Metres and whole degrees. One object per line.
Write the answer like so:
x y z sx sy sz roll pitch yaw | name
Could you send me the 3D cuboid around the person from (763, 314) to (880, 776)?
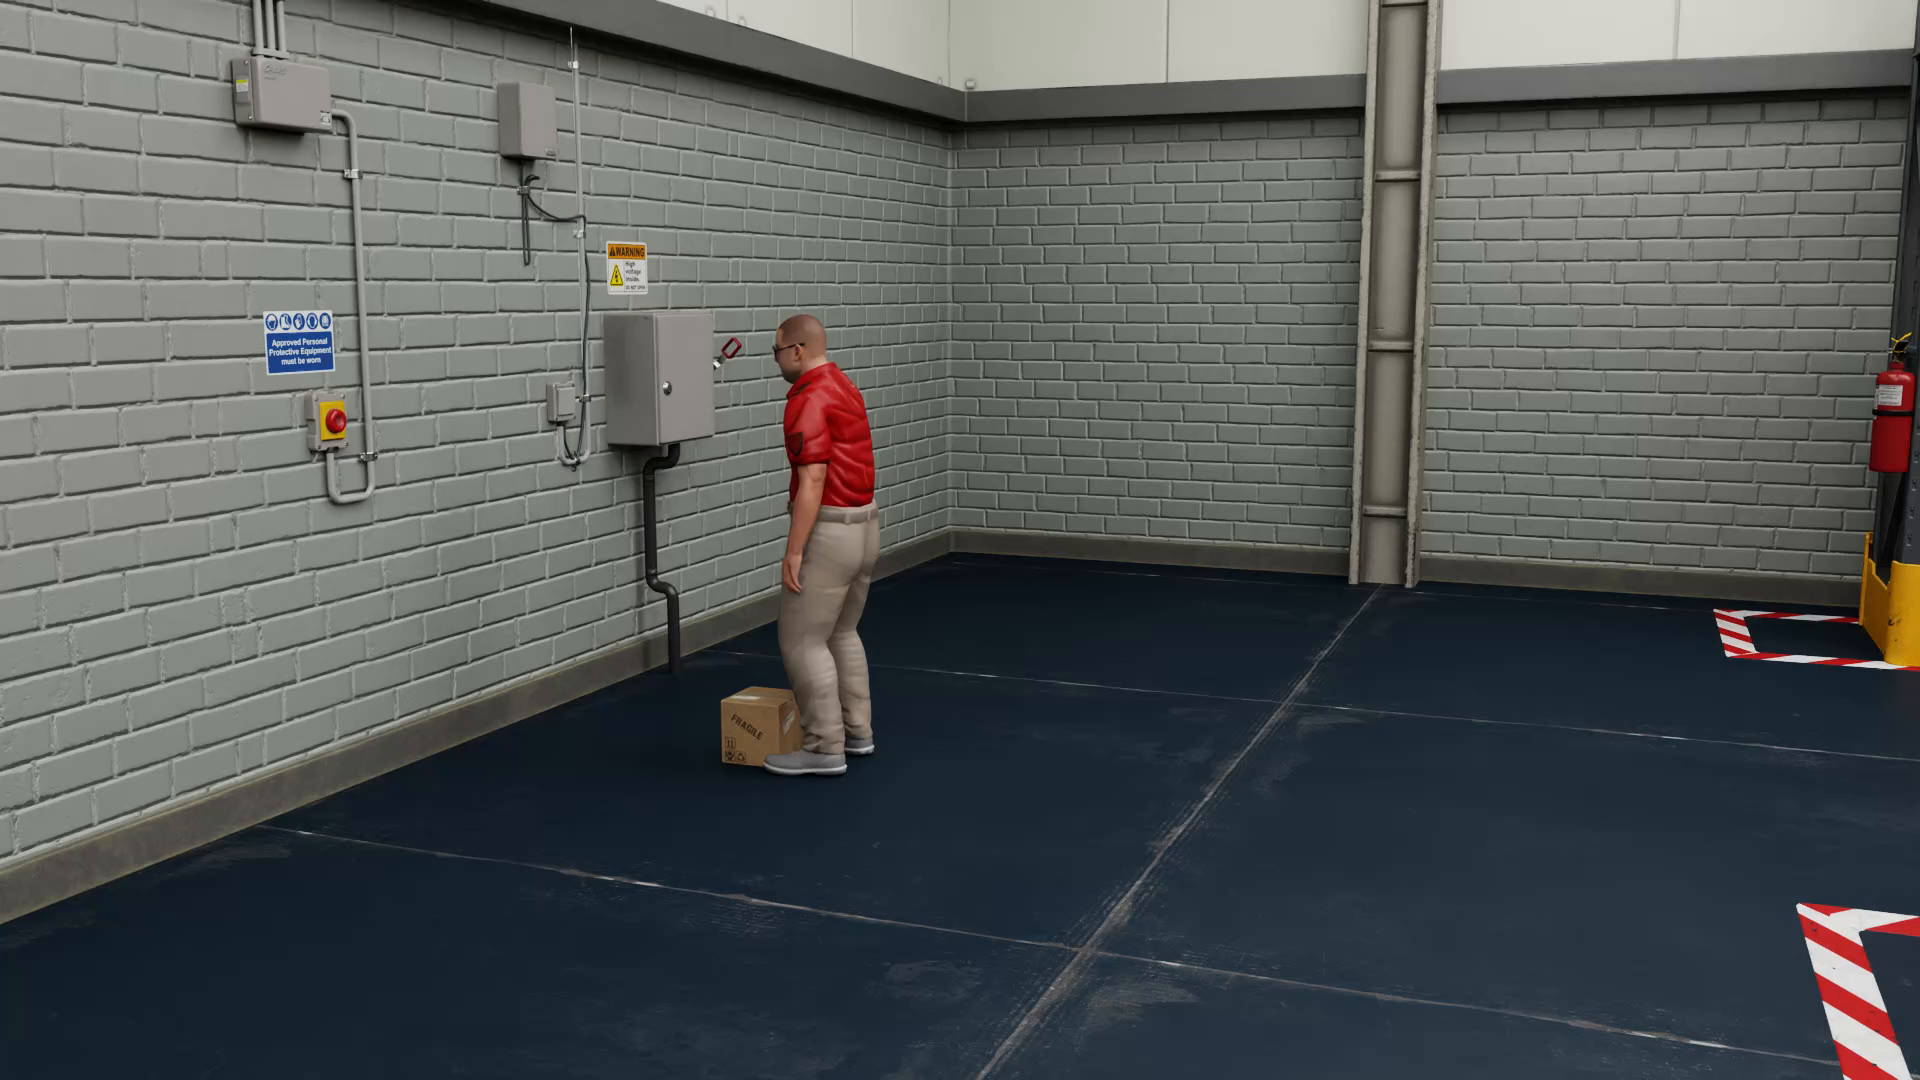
-0.522 0.014 6.305 0.393 1.725 0.594 3 9 18 | person
